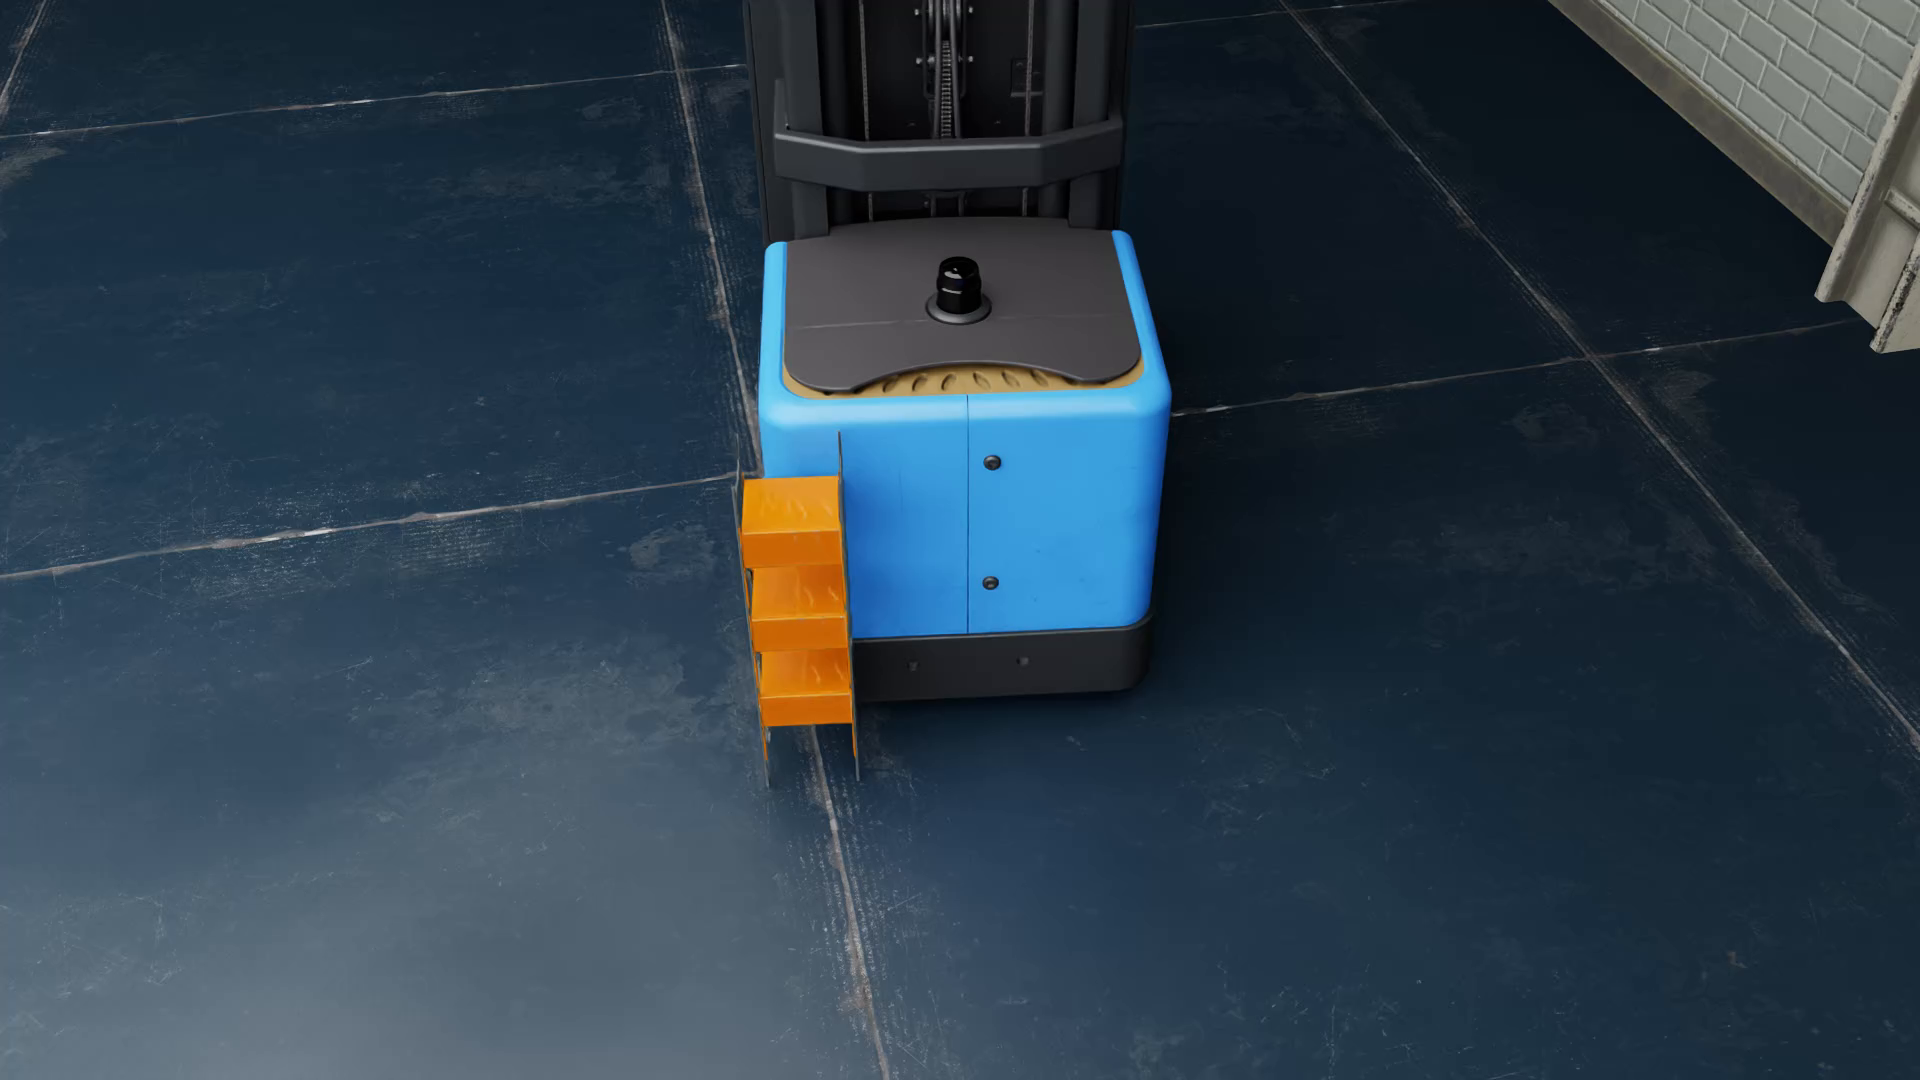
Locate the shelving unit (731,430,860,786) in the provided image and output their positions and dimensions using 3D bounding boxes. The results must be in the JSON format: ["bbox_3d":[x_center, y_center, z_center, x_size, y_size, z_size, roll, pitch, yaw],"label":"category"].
[{"bbox_3d":[-0.404,0.202,4.232,0.252,1.050,0.215,-2,42,-3],"label":"shelving unit"}]

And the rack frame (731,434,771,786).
[{"bbox_3d":[-0.526,0.207,4.226,0.008,1.050,0.200,-2,42,-3],"label":"rack frame"}]

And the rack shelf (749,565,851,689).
[{"bbox_3d":[-0.404,0.210,4.239,0.240,0.259,0.215,-2,42,-3],"label":"rack shelf"}]

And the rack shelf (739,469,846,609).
[{"bbox_3d":[-0.404,-0.003,4.051,0.240,0.259,0.215,-2,42,-3],"label":"rack shelf"}]

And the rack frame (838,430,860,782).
[{"bbox_3d":[-0.282,0.197,4.238,0.008,1.050,0.200,-2,42,-3],"label":"rack frame"}]

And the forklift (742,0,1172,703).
[{"bbox_3d":[-0.074,-1.605,4.851,1.130,2.935,3.031,-2,42,-3],"label":"forklift"}]

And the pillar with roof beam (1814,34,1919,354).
[{"bbox_3d":[-0.779,-3.573,2.496,9.100,9.000,0.400,-8,42,-9],"label":"pillar with roof beam"}]

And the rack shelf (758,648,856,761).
[{"bbox_3d":[-0.404,0.417,4.423,0.240,0.259,0.215,-2,42,-3],"label":"rack shelf"}]
